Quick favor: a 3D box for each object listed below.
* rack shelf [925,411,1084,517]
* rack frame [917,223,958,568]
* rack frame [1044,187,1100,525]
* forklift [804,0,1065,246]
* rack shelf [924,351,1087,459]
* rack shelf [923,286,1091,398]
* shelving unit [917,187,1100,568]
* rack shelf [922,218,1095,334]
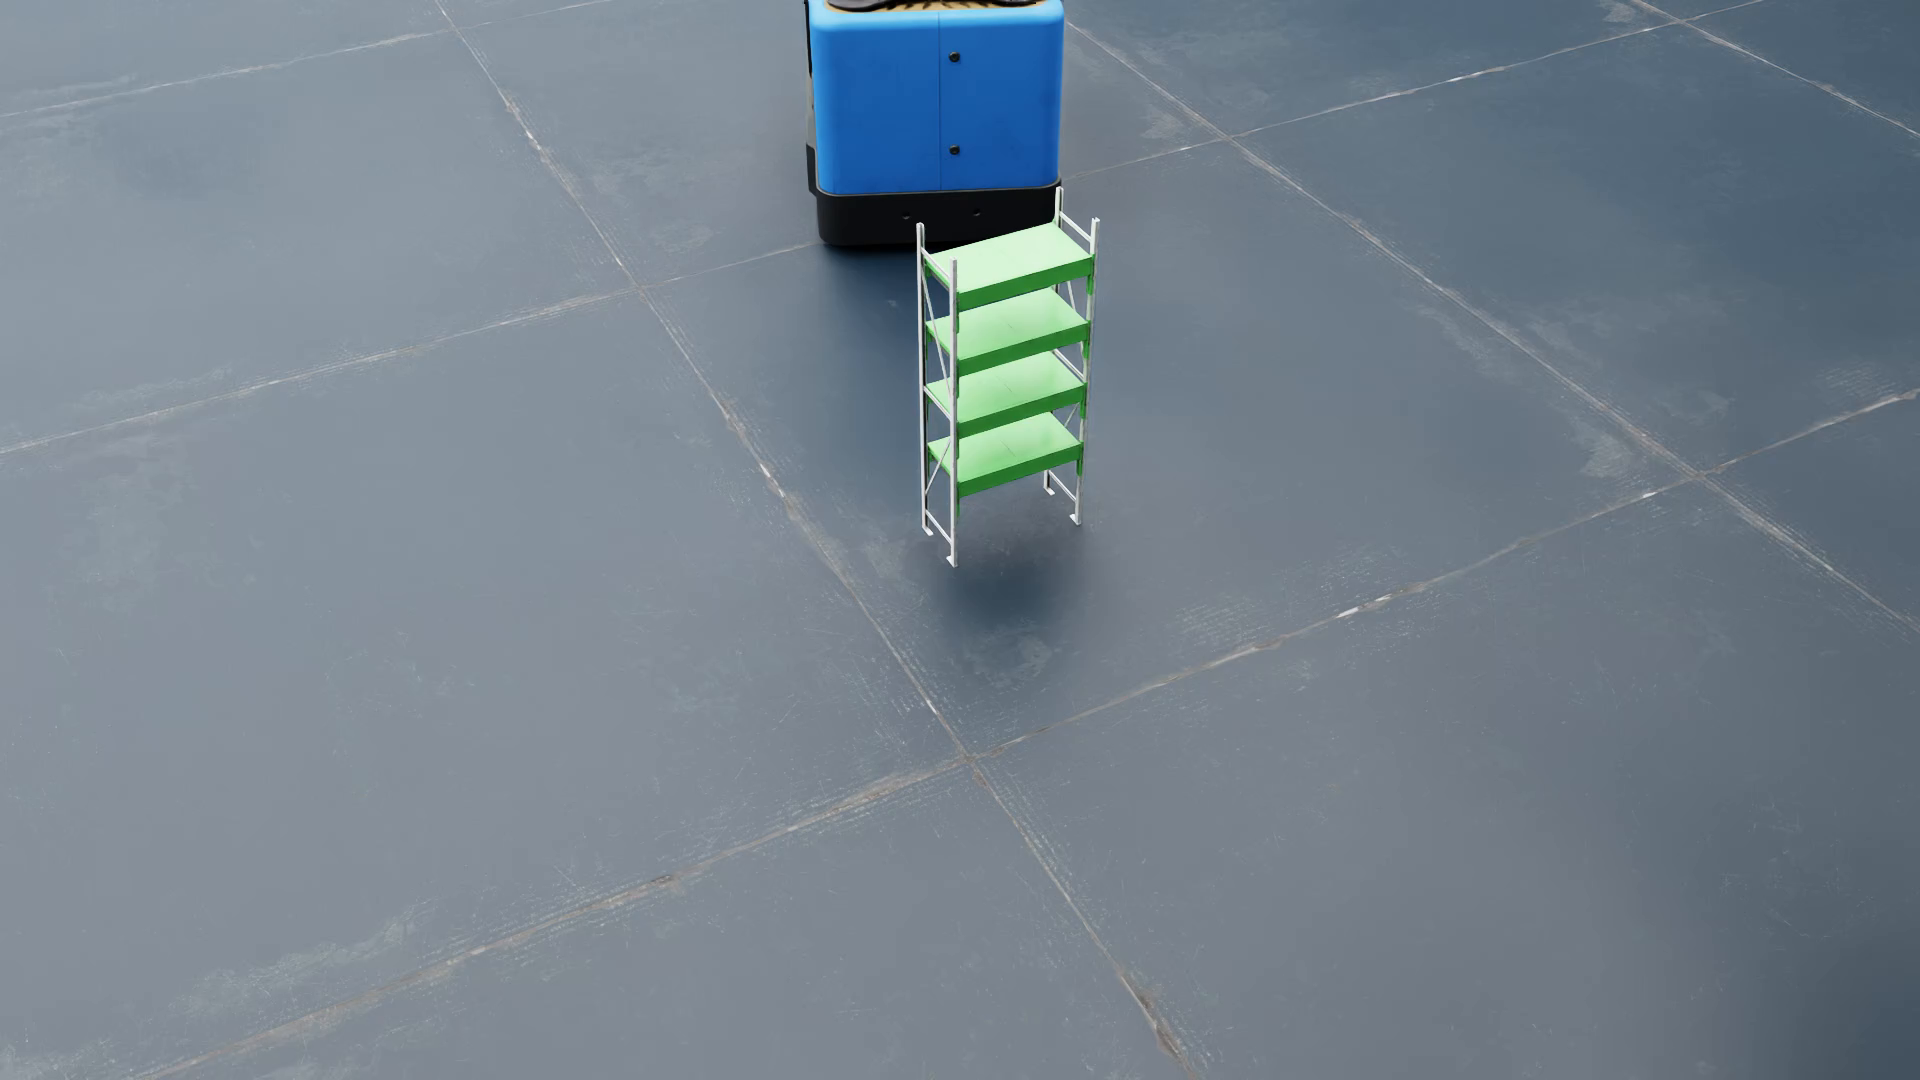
[{"bbox_3d":[0.147,-0.275,5.633,0.480,0.148,0.258,-19,44,-21],"label":"rack shelf"},{"bbox_3d":[-0.070,-0.435,5.351,0.015,1.200,0.240,-19,44,-21],"label":"rack frame"},{"bbox_3d":[0.363,-0.580,5.523,0.015,1.200,0.240,-19,44,-21],"label":"rack frame"},{"bbox_3d":[-0.205,-3.326,7.426,1.130,2.935,3.031,-3,40,-4],"label":"forklift"},{"bbox_3d":[0.147,-0.459,5.478,0.480,0.148,0.258,-19,44,-21],"label":"rack shelf"},{"bbox_3d":[0.147,-0.642,5.323,0.480,0.148,0.258,-19,44,-21],"label":"rack shelf"},{"bbox_3d":[0.147,-0.507,5.437,0.503,1.200,0.258,-19,44,-21],"label":"shelving unit"},{"bbox_3d":[0.147,-0.825,5.168,0.480,0.148,0.258,-19,44,-21],"label":"rack shelf"}]
